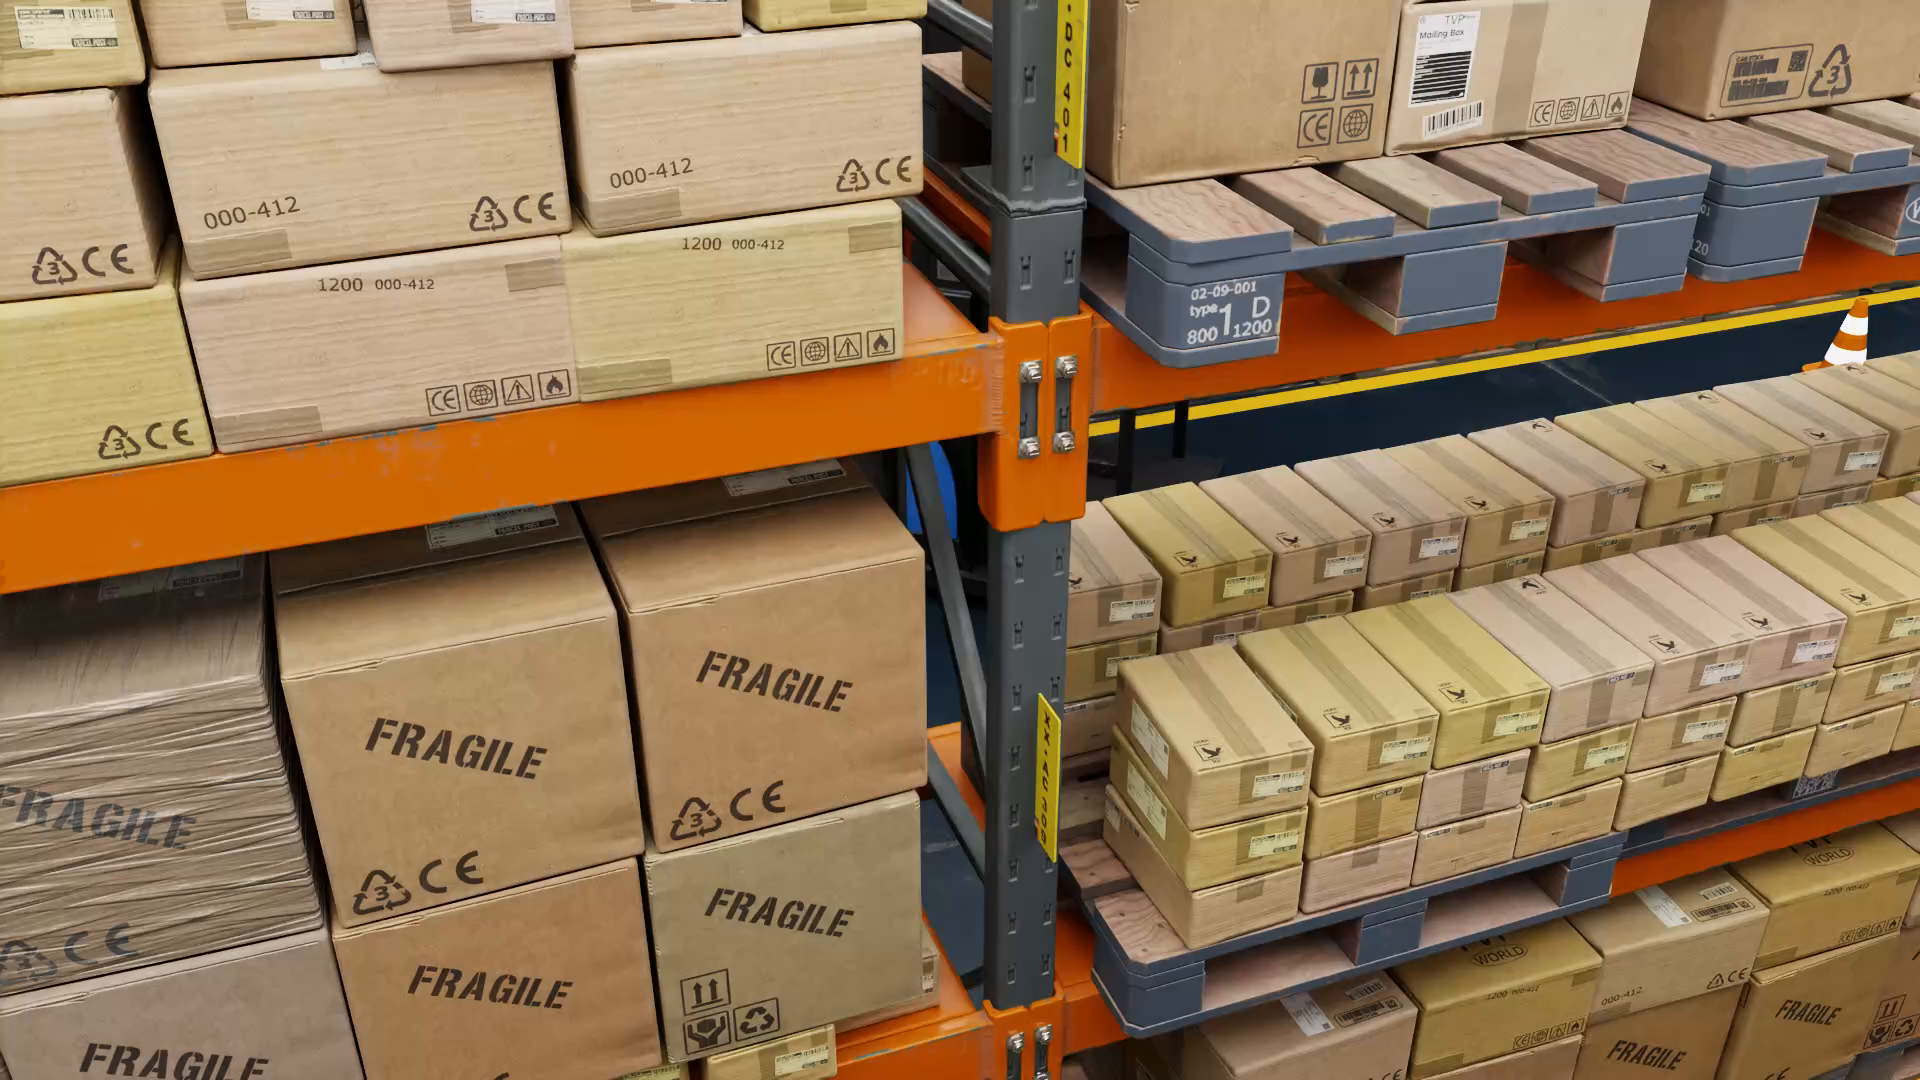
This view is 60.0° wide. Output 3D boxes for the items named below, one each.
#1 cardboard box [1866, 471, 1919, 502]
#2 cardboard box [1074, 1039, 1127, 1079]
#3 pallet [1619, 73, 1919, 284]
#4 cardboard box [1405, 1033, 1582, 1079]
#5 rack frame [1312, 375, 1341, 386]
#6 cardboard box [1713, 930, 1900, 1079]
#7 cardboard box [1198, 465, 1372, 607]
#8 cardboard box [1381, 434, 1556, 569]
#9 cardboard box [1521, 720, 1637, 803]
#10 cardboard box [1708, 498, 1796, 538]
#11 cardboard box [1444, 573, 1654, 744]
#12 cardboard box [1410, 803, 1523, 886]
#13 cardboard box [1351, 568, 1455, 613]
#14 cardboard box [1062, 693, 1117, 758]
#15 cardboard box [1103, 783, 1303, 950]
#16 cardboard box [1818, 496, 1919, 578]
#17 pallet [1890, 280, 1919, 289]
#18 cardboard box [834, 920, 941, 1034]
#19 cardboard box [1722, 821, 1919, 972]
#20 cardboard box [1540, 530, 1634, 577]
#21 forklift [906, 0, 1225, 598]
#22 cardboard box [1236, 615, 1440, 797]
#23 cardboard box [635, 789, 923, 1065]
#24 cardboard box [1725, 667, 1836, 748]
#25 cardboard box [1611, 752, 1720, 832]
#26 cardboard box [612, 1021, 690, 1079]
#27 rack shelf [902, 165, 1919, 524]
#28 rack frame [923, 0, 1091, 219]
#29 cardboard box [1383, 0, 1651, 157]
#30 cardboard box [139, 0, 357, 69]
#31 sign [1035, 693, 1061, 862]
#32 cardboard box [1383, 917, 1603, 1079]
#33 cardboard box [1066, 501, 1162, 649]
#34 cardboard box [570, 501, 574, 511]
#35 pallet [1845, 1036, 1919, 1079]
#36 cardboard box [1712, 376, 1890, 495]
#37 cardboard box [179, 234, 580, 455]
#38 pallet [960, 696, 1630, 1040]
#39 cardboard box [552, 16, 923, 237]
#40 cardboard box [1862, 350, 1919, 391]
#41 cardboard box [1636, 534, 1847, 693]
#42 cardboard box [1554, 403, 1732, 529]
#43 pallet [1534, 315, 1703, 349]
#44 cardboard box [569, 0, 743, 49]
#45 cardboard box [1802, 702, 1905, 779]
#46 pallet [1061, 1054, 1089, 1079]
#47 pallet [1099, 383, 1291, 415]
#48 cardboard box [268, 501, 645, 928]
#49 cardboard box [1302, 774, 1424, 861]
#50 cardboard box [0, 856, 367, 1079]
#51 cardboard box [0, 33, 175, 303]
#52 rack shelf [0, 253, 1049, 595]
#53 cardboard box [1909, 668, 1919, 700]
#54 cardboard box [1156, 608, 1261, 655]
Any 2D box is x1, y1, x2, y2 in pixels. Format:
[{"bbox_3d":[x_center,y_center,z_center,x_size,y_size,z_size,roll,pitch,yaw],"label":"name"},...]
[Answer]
[{"bbox_3d":[2.451,-0.197,4.595,0.250,0.149,0.380,-10,31,-17],"label":"cardboard box"},{"bbox_3d":[0.569,1.225,4.670,0.500,0.500,0.500,-11,31,-19],"label":"cardboard box"},{"bbox_3d":[1.550,-0.893,3.447,1.003,0.211,1.213,-10,31,-18],"label":"pallet"},{"bbox_3d":[1.244,1.373,4.410,0.500,0.500,0.500,-9,31,-15],"label":"cardboard box"},{"bbox_3d":[1.892,-2.403,8.938,0.127,3.000,1.000,-10,31,-18],"label":"rack frame"},{"bbox_3d":[2.209,1.201,4.713,0.500,0.500,0.500,-12,32,-20],"label":"cardboard box"},{"bbox_3d":[0.766,-0.016,3.976,0.250,0.149,0.380,-11,32,-19],"label":"cardboard box"},{"bbox_3d":[1.244,-0.102,4.128,0.250,0.149,0.380,-11,32,-19],"label":"cardboard box"},{"bbox_3d":[1.221,0.374,3.593,0.250,0.149,0.380,-12,32,-20],"label":"cardboard box"},{"bbox_3d":[1.983,-0.114,4.448,0.250,0.149,0.380,-11,31,-18],"label":"cardboard box"},{"bbox_3d":[1.228,0.244,3.520,0.250,0.149,0.380,-11,31,-18],"label":"cardboard box"},{"bbox_3d":[0.987,0.546,3.590,0.250,0.149,0.380,-10,31,-17],"label":"cardboard box"},{"bbox_3d":[1.002,0.067,4.132,0.250,0.149,0.380,-11,32,-19],"label":"cardboard box"},{"bbox_3d":[0.267,0.333,3.966,0.250,0.149,0.380,-11,32,-19],"label":"cardboard box"},{"bbox_3d":[0.493,0.638,3.429,0.250,0.149,0.380,-12,32,-20],"label":"cardboard box"},{"bbox_3d":[2.200,0.063,3.837,0.250,0.149,0.380,-9,31,-15],"label":"cardboard box"},{"bbox_3d":[6.258,-2.015,11.073,1.213,0.211,1.003,-10,31,-18],"label":"pallet"},{"bbox_3d":[-0.223,0.833,3.511,0.250,0.149,0.380,-11,31,-18],"label":"cardboard box"},{"bbox_3d":[2.212,0.866,4.543,0.500,0.250,0.500,-10,31,-16],"label":"cardboard box"},{"bbox_3d":[1.502,-0.026,4.294,0.250,0.149,0.380,-10,31,-17],"label":"cardboard box"},{"bbox_3d":[0.590,-1.164,6.831,3.031,2.935,1.130,11,31,18],"label":"forklift"},{"bbox_3d":[0.752,0.329,3.371,0.250,0.149,0.380,-10,31,-16],"label":"cardboard box"},{"bbox_3d":[-0.391,0.608,3.251,0.500,0.500,0.500,-10,31,-18],"label":"cardboard box"},{"bbox_3d":[1.721,0.280,3.757,0.250,0.149,0.380,-11,31,-18],"label":"cardboard box"},{"bbox_3d":[1.461,0.459,3.743,0.250,0.149,0.380,-12,32,-20],"label":"cardboard box"},{"bbox_3d":[-0.697,0.947,3.312,0.250,0.149,0.380,-9,31,-16],"label":"cardboard box"},{"bbox_3d":[1.838,-0.770,3.767,4.000,0.370,1.077,-10,31,-18],"label":"rack shelf"},{"bbox_3d":[-0.036,-2.040,2.241,0.127,3.000,1.000,-10,31,-18],"label":"rack frame"},{"bbox_3d":[0.862,-0.935,2.997,0.500,0.311,0.500,-11,31,-18],"label":"cardboard box"},{"bbox_3d":[-0.980,-0.779,2.301,0.250,0.149,0.380,-9,31,-16],"label":"cardboard box"},{"bbox_3d":[0.160,0.441,3.072,0.005,0.325,0.100,-10,31,-18],"label":"sign"},{"bbox_3d":[1.246,1.046,4.227,0.500,0.250,0.500,-10,31,-16],"label":"cardboard box"},{"bbox_3d":[0.272,0.075,3.818,0.250,0.149,0.380,-9,31,-15],"label":"cardboard box"},{"bbox_3d":[-1.025,0.020,3.272,0.500,0.500,0.500,-11,32,-19],"label":"cardboard box"},{"bbox_3d":[2.980,1.222,5.393,1.213,0.211,1.003,-10,31,-18],"label":"pallet"},{"bbox_3d":[2.228,-0.285,4.449,0.250,0.149,0.380,-9,31,-15],"label":"cardboard box"},{"bbox_3d":[-0.874,-0.381,2.510,0.500,0.250,0.500,-11,31,-18],"label":"cardboard box"},{"bbox_3d":[0.731,0.585,3.887,1.213,0.211,1.003,-10,31,-18],"label":"pallet"},{"bbox_3d":[-0.380,-0.692,2.550,0.500,0.250,0.500,-12,32,-20],"label":"cardboard box"},{"bbox_3d":[2.729,-0.378,4.612,0.250,0.149,0.380,-11,31,-18],"label":"cardboard box"},{"bbox_3d":[1.705,0.156,3.674,0.250,0.149,0.380,-9,31,-16],"label":"cardboard box"},{"bbox_3d":[1.745,-0.197,4.295,0.250,0.149,0.380,-11,31,-18],"label":"cardboard box"},{"bbox_3d":[3.766,-1.535,10.231,1.213,0.211,1.003,-10,31,-18],"label":"pallet"},{"bbox_3d":[-0.479,-0.831,2.392,0.250,0.149,0.380,-10,31,-16],"label":"cardboard box"},{"bbox_3d":[1.952,0.368,3.903,0.250,0.149,0.380,-12,32,-20],"label":"cardboard box"},{"bbox_3d":[0.693,1.643,4.653,1.213,0.211,1.003,-10,31,-18],"label":"pallet"},{"bbox_3d":[1.127,-1.091,9.451,1.213,0.211,1.003,-10,31,-18],"label":"pallet"},{"bbox_3d":[-0.865,0.257,2.856,0.500,0.500,0.500,-11,32,-19],"label":"cardboard box"},{"bbox_3d":[0.735,0.463,3.436,0.250,0.149,0.380,-11,31,-19],"label":"cardboard box"},{"bbox_3d":[-1.345,0.782,2.945,0.500,0.500,0.500,-11,31,-18],"label":"cardboard box"},{"bbox_3d":[-1.359,-0.515,2.240,0.500,0.250,0.500,-9,31,-16],"label":"cardboard box"},{"bbox_3d":[-1.911,-0.079,2.556,4.000,0.370,1.077,-10,31,-18],"label":"rack shelf"},{"bbox_3d":[2.200,0.193,3.909,0.250,0.149,0.380,-10,31,-16],"label":"cardboard box"},{"bbox_3d":[0.514,0.157,3.973,0.250,0.149,0.380,-10,31,-17],"label":"cardboard box"}]
